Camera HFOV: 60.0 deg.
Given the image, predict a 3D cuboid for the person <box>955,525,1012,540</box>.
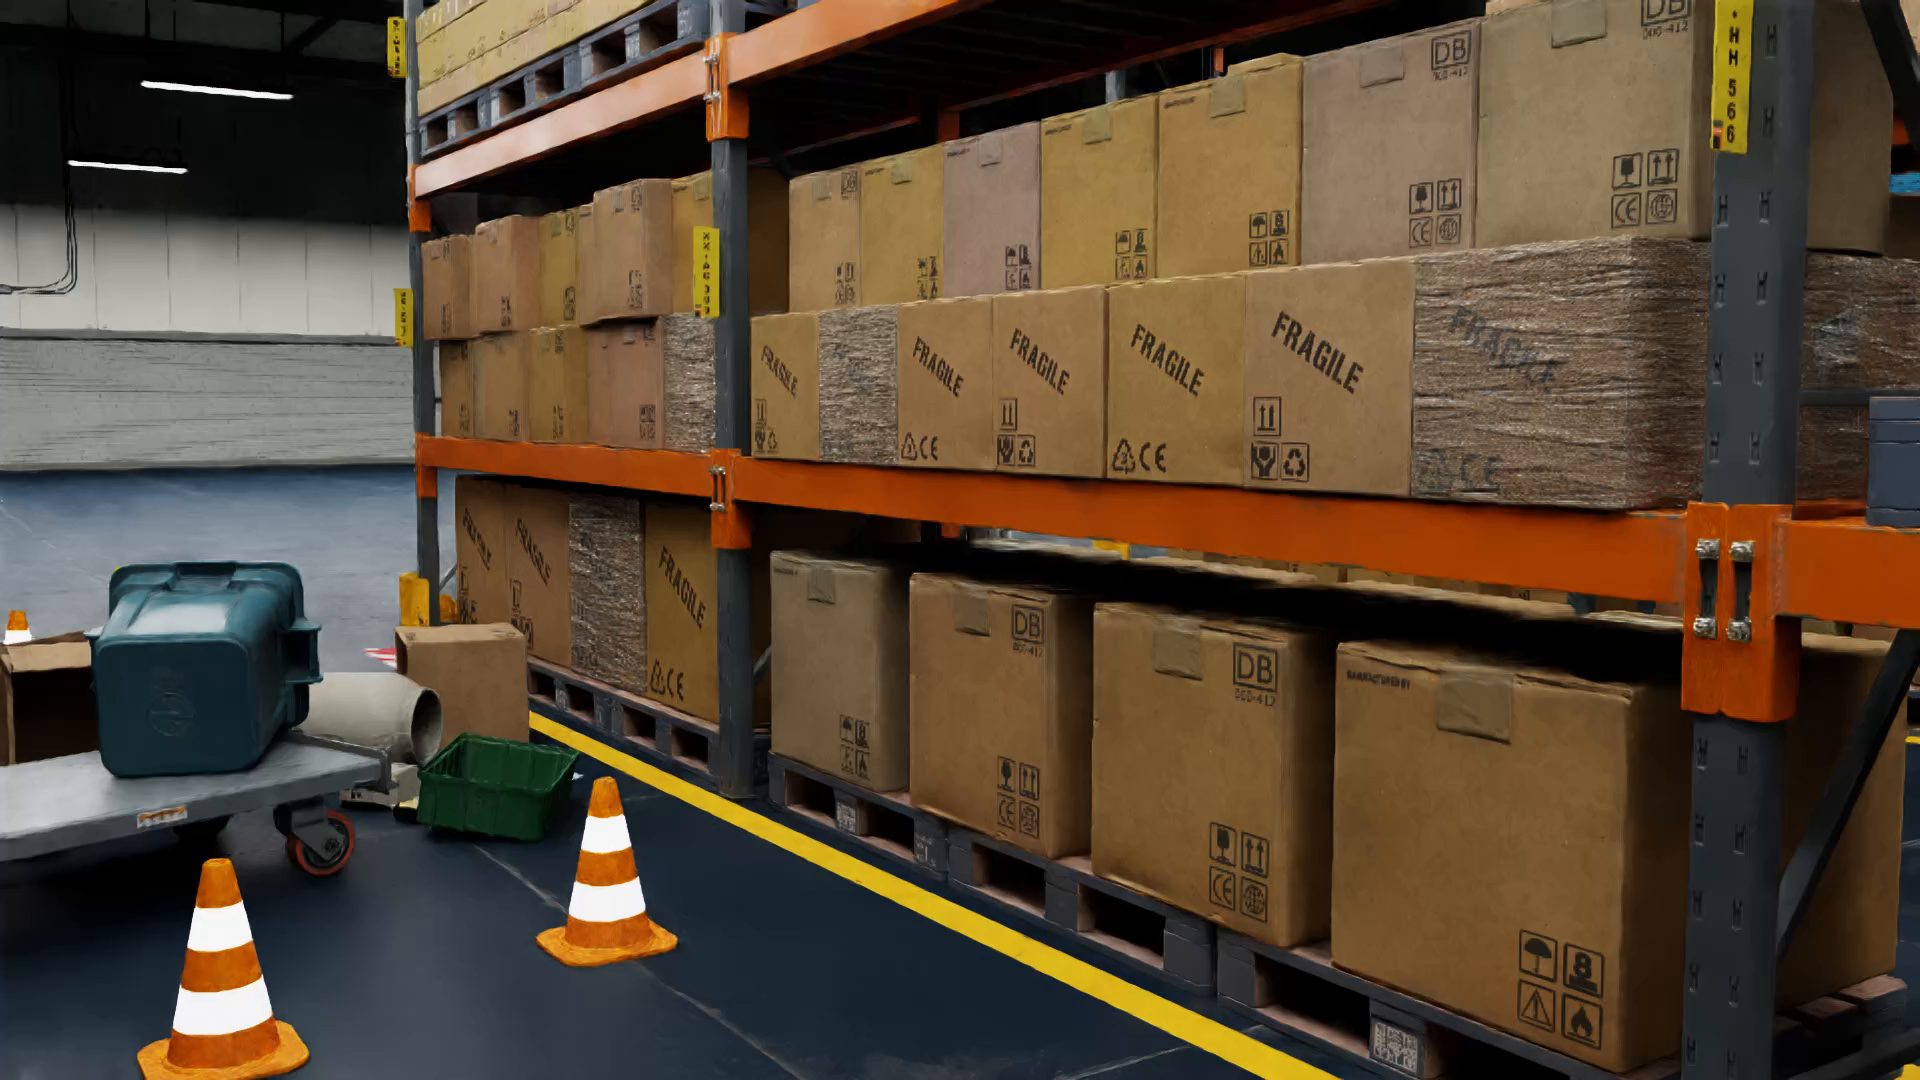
[{"bbox_3d":[0.063,-0.111,9.105,0.514,1.667,0.486,0,5,-1],"label":"person"}]
